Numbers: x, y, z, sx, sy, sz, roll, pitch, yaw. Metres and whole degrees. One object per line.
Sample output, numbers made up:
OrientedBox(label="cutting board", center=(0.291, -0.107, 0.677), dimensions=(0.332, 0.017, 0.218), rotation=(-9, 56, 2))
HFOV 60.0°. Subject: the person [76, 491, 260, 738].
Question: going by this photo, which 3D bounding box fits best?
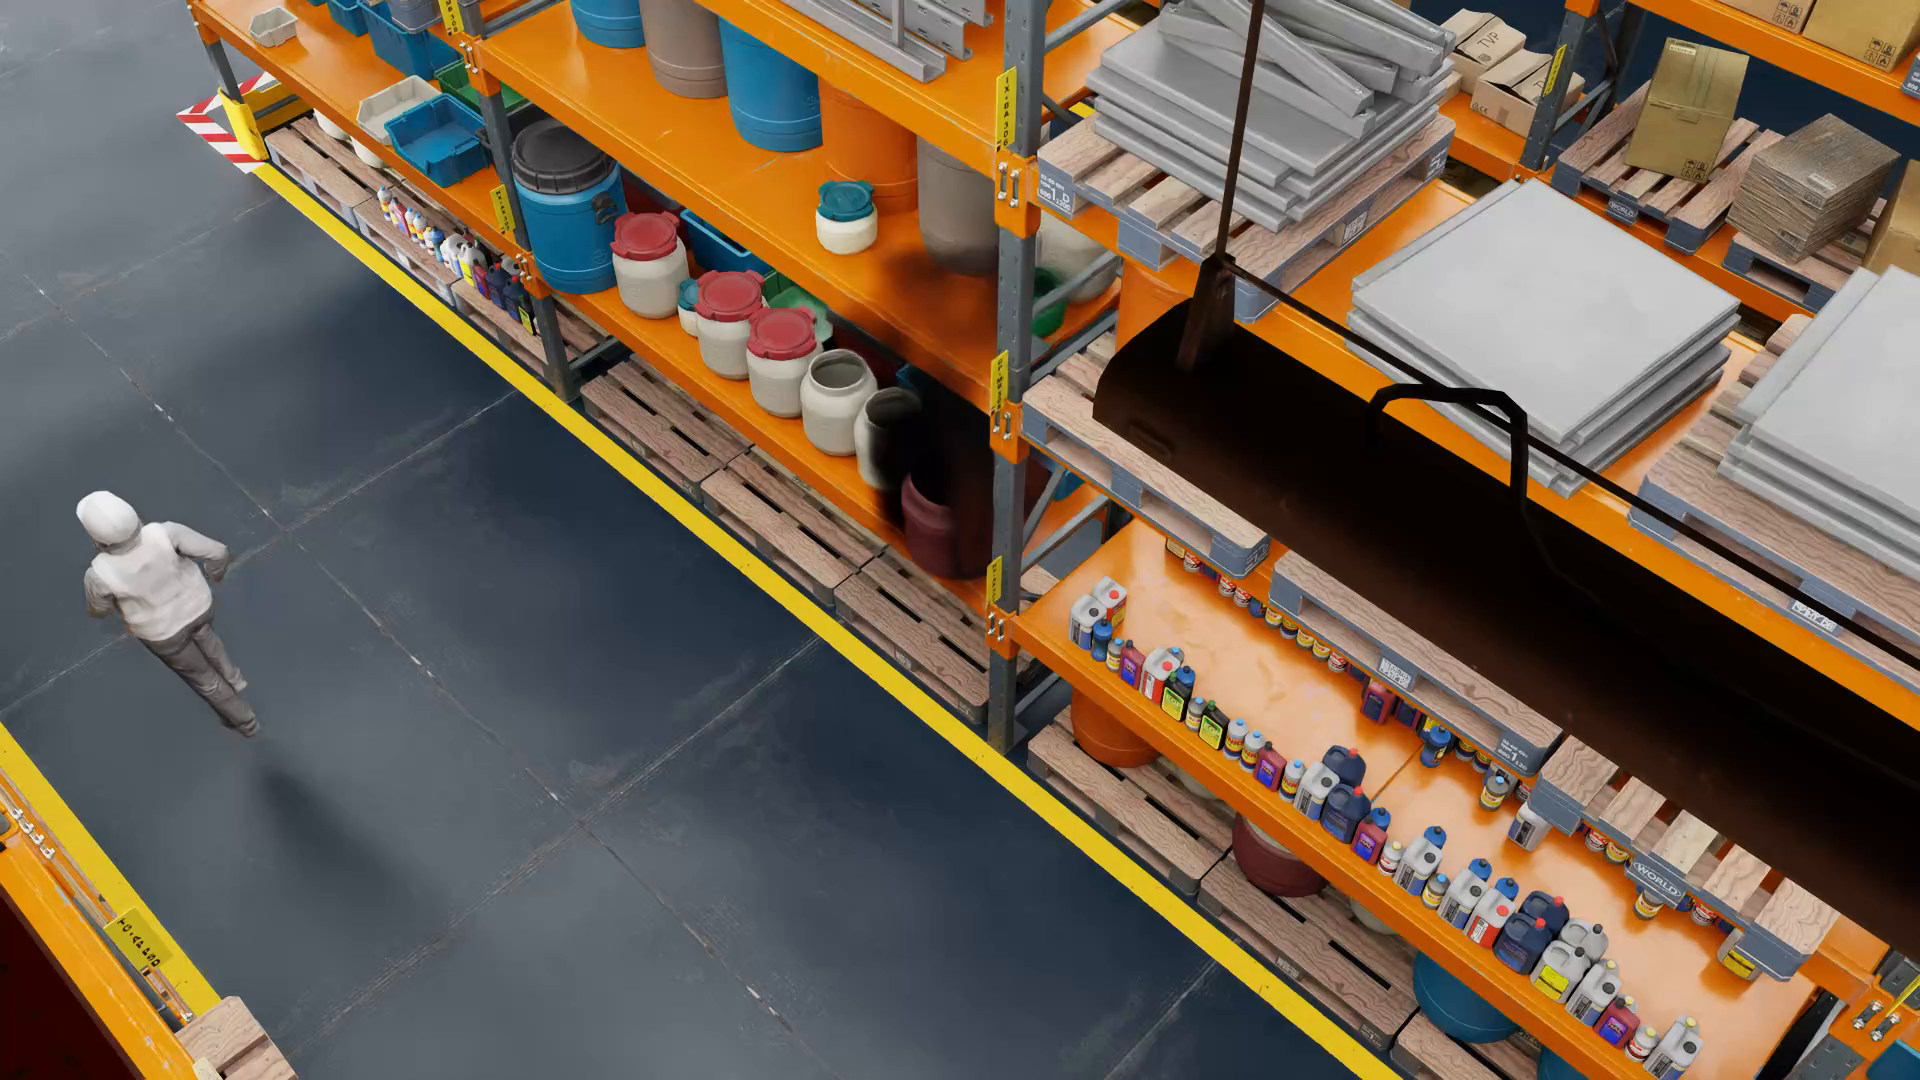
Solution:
OrientedBox(label="person", center=(-4.071, 0.378, 8.573), dimensions=(0.675, 1.853, 0.638), rotation=(28, 55, 22))
